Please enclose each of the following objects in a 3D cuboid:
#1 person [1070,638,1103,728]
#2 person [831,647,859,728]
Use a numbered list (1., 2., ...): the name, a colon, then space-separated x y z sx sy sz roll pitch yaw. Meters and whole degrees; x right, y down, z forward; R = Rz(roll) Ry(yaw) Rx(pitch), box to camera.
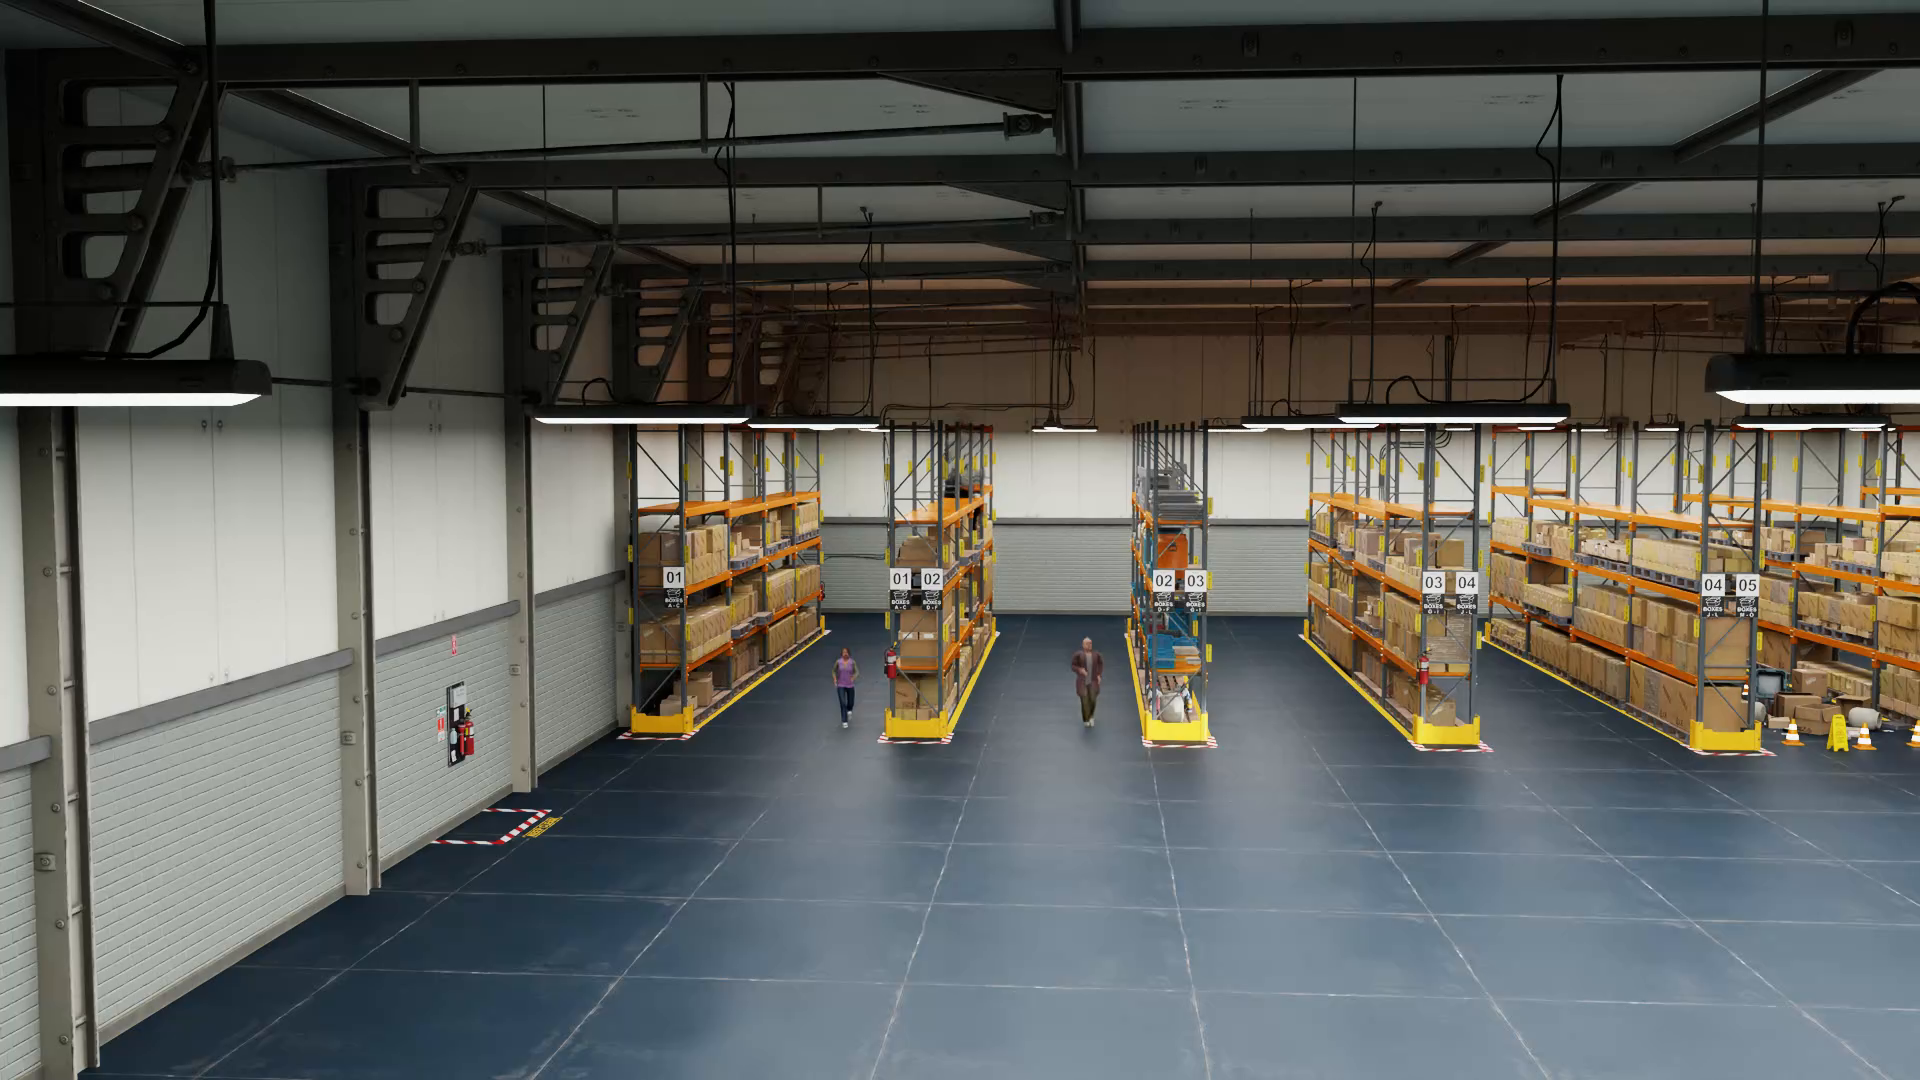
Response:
1. person: 2.488 2.794 32.314 0.678 1.767 0.661 0 4 -4
2. person: -2.259 2.876 32.648 0.543 1.555 0.694 0 4 -5
